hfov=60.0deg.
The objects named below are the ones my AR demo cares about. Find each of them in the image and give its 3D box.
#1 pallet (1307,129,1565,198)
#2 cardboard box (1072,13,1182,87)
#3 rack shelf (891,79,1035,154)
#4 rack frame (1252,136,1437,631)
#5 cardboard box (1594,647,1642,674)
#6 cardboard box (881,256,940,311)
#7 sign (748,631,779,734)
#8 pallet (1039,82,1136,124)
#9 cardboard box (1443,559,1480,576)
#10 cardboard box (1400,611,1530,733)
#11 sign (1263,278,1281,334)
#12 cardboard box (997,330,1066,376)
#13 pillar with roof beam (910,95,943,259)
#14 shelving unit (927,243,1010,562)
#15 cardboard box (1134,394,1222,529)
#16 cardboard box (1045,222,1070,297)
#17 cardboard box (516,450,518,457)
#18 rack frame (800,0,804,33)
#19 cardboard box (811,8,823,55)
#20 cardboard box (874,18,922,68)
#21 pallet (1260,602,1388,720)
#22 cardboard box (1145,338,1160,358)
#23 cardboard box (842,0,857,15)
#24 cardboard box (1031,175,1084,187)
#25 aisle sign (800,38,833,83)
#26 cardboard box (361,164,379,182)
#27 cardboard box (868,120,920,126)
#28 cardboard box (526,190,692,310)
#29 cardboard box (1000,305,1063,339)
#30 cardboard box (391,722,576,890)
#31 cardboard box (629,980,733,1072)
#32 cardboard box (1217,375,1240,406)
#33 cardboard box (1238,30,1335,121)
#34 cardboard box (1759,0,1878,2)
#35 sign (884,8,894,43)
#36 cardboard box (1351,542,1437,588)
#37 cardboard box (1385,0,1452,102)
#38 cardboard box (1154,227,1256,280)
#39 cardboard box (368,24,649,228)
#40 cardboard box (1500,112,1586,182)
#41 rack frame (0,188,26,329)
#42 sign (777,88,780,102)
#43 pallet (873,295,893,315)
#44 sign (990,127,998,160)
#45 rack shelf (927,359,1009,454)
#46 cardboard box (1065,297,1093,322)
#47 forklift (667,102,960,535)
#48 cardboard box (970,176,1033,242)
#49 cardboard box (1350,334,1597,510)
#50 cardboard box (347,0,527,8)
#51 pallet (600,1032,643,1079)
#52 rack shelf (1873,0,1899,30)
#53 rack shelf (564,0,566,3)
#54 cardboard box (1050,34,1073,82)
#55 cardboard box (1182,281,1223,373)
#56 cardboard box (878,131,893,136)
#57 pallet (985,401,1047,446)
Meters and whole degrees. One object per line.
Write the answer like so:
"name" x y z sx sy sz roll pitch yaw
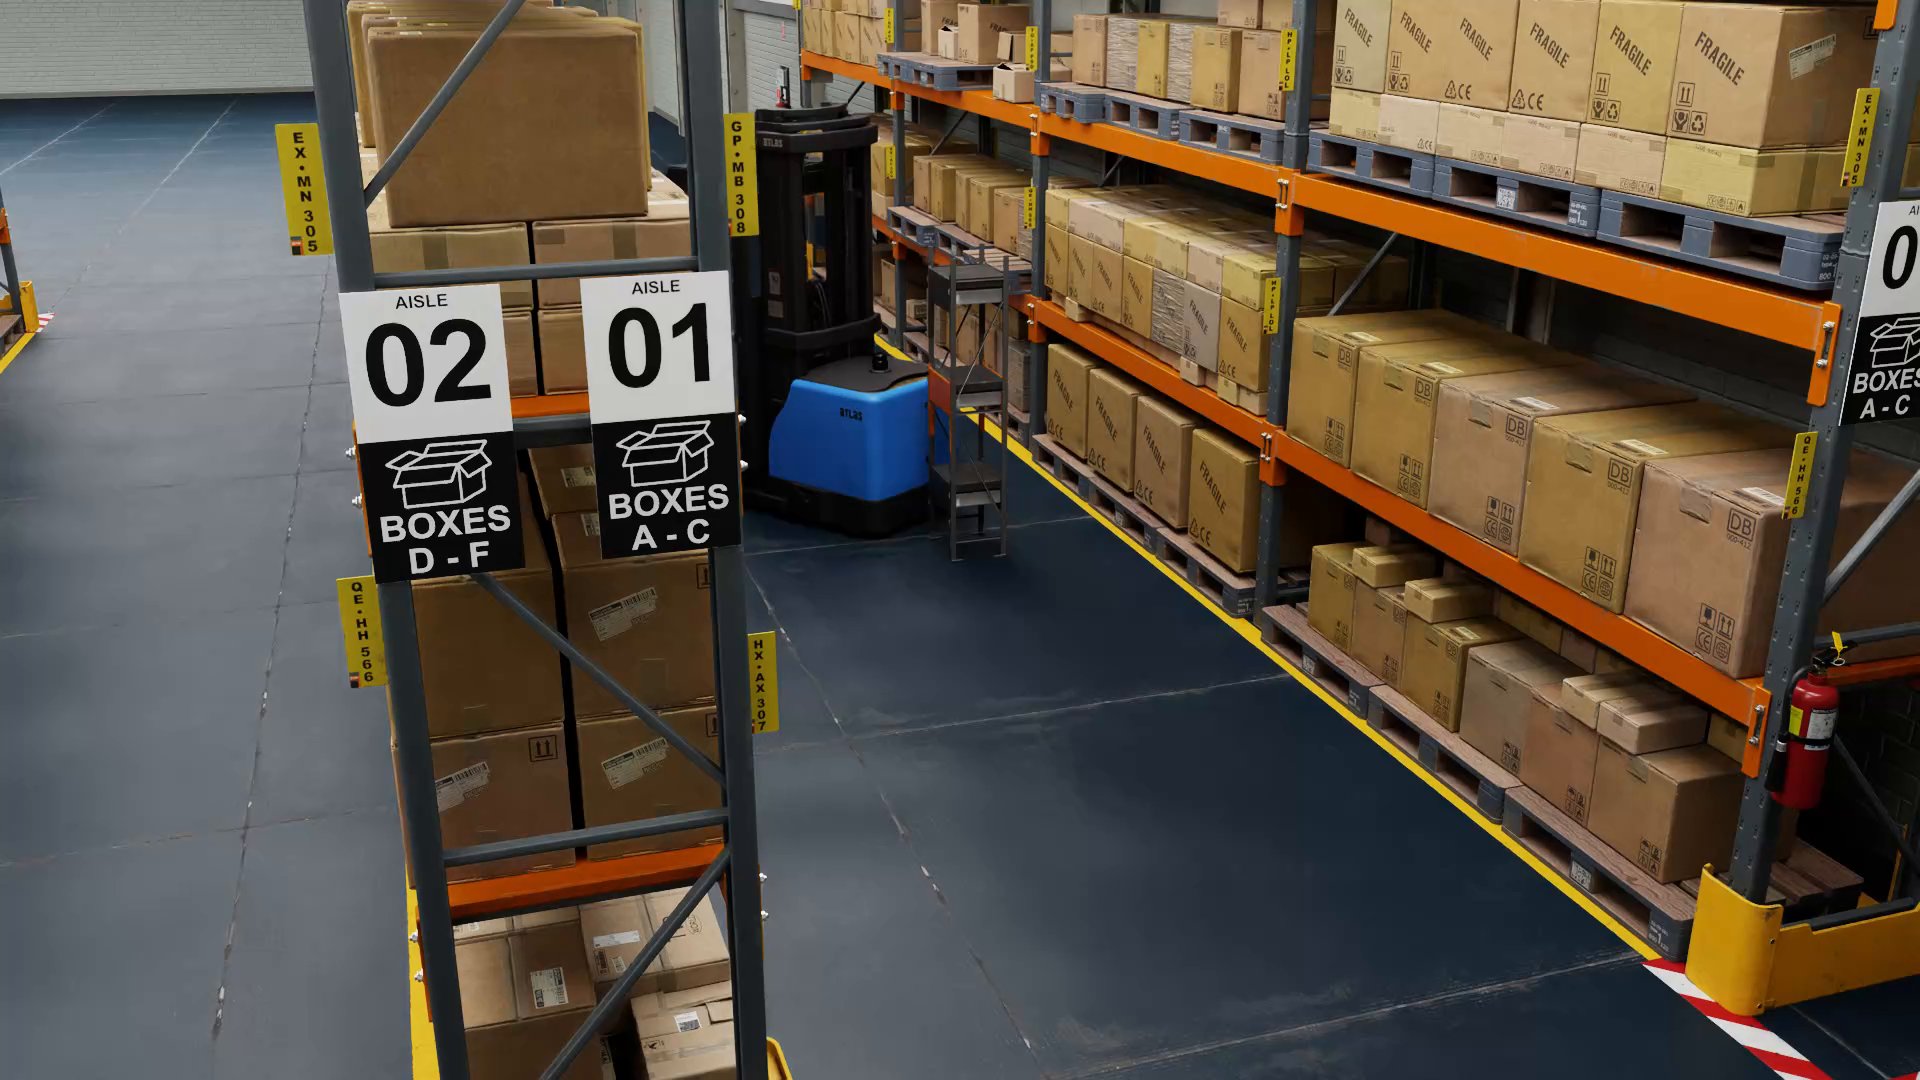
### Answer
"pallet" 2.577 -2.021 8.800 1.003 0.211 1.213 -6 21 -17
"cardboard box" 1.277 -3.718 12.593 0.700 0.500 0.500 -8 21 -21
"rack shelf" 0.444 -3.913 15.001 1.077 0.370 4.000 -6 21 -17
"rack frame" 2.330 -0.915 10.026 1.000 3.000 0.127 -6 21 -17
"cardboard box" 3.263 0.604 7.914 0.380 0.149 0.250 -6 21 -17
"cardboard box" -0.549 -2.842 18.437 0.500 0.500 0.500 -8 21 -21
"sign" -0.599 0.431 4.998 0.100 0.325 0.005 -6 21 -17
"pallet" 1.326 -3.320 12.565 1.213 0.211 1.003 -5 20 -15
"cardboard box" 2.862 0.195 9.052 0.380 0.149 0.250 -7 21 -19
"cardboard box" 2.782 0.641 8.770 0.700 0.500 0.500 -6 21 -16
"sign" 1.818 -1.362 9.675 0.100 0.325 0.005 -6 21 -17
"cardboard box" 0.746 -1.632 15.071 0.700 0.500 0.500 -6 21 -17
"pillar with roof beam" -4.487 -6.999 18.090 9.100 9.000 0.400 -6 21 -17
"shelving unit" 0.052 -0.935 11.414 0.431 2.100 0.503 -6 21 -17
"cardboard box" 1.720 -0.580 11.654 0.750 0.750 0.750 -6 21 -16
"cardboard box" 0.983 -2.212 13.020 0.500 0.500 0.500 -6 21 -16
"cardboard box" -1.645 -0.444 7.089 0.500 0.500 0.500 -6 21 -17
"rack frame" -1.442 -7.589 19.733 1.000 3.000 0.127 -6 21 -17
"cardboard box" -1.439 -5.924 19.357 0.500 0.500 0.500 -5 20 -14
"cardboard box" -0.579 -5.087 17.027 0.500 0.500 0.500 -6 21 -16
"pallet" 2.495 0.650 9.795 1.003 0.211 1.213 -6 21 -17
"cardboard box" 1.525 -1.383 11.672 0.380 0.149 0.250 -6 21 -15
"cardboard box" -0.956 -5.894 17.795 0.500 0.500 0.500 -7 21 -19
"cardboard box" 0.821 -2.967 13.981 0.380 0.149 0.250 -10 22 -26
"aisle sign" -1.749 -5.980 20.283 0.394 0.787 0.004 -6 21 -17
"cardboard box" -1.829 -1.139 5.696 0.500 0.250 0.500 -6 21 -17
"cardboard box" -0.776 -4.601 19.371 0.500 0.500 0.500 -7 21 -19
"cardboard box" -1.028 -0.873 4.953 0.500 0.250 0.500 -6 21 -17
"cardboard box" 0.677 -1.997 14.977 0.500 0.250 0.500 -6 21 -16
"cardboard box" -1.513 0.734 5.286 0.500 0.500 0.500 -6 21 -16
"cardboard box" -0.998 1.772 6.087 0.380 0.166 0.250 -6 21 -17
"cardboard box" 1.853 -0.963 10.502 0.380 0.149 0.250 -6 21 -16
"cardboard box" 2.158 -2.875 10.247 0.700 0.500 0.500 -8 21 -20
"cardboard box" 3.428 -2.000 6.955 0.500 0.500 0.500 -7 21 -18
"sign" -0.697 -5.077 16.412 0.100 0.325 0.005 -6 21 -17
"cardboard box" 2.402 0.139 9.210 0.380 0.149 0.250 -6 21 -15
"cardboard box" 2.455 -2.431 8.153 0.500 0.500 0.500 -7 21 -18
"cardboard box" 1.629 -1.916 11.086 0.500 0.250 0.500 -6 21 -16
"cardboard box" -1.291 -1.196 4.745 0.700 0.500 0.500 -6 21 -17
"cardboard box" 2.772 -1.757 7.387 0.500 0.250 0.500 -7 21 -19
"rack frame" -10.847 -3.713 17.817 1.000 3.000 0.127 -6 21 -17
"sign" -3.103 -7.561 28.476 0.001 0.329 0.234 -6 21 -17
"pallet" -0.816 -2.774 19.326 1.003 0.211 1.213 -6 21 -17
"sign" 0.341 -4.087 17.145 0.100 0.325 0.005 -6 21 -17
"rack shelf" 0.052 -0.922 11.418 0.431 0.518 0.480 -6 21 -17
"cardboard box" 1.031 -1.783 12.786 0.380 0.149 0.250 -6 21 -16
"forklift" -1.456 -1.800 12.591 3.031 2.935 1.130 15 25 36
"cardboard box" 0.503 -3.000 15.032 0.700 0.500 0.500 -6 21 -17
"cardboard box" 2.709 -0.645 8.832 0.980 0.700 0.700 -7 21 -19
"cardboard box" -2.160 -1.989 6.953 0.700 0.500 0.500 -6 21 -17
"pallet" -1.389 1.929 6.235 1.003 0.211 1.213 -6 21 -17
"rack shelf" 2.959 -2.570 7.414 1.077 0.370 4.000 -6 21 -17
"rack shelf" -3.000 -3.326 9.519 1.077 0.370 4.000 -6 21 -17
"cardboard box" 1.065 -3.922 13.784 0.500 0.500 0.500 -6 21 -17
"cardboard box" 1.776 -1.395 10.746 0.500 0.500 0.500 -6 21 -17
"cardboard box" -0.937 -4.215 18.297 0.500 0.500 0.500 -7 21 -19
"pallet" 0.829 -1.137 14.770 1.003 0.211 1.213 -6 21 -17
